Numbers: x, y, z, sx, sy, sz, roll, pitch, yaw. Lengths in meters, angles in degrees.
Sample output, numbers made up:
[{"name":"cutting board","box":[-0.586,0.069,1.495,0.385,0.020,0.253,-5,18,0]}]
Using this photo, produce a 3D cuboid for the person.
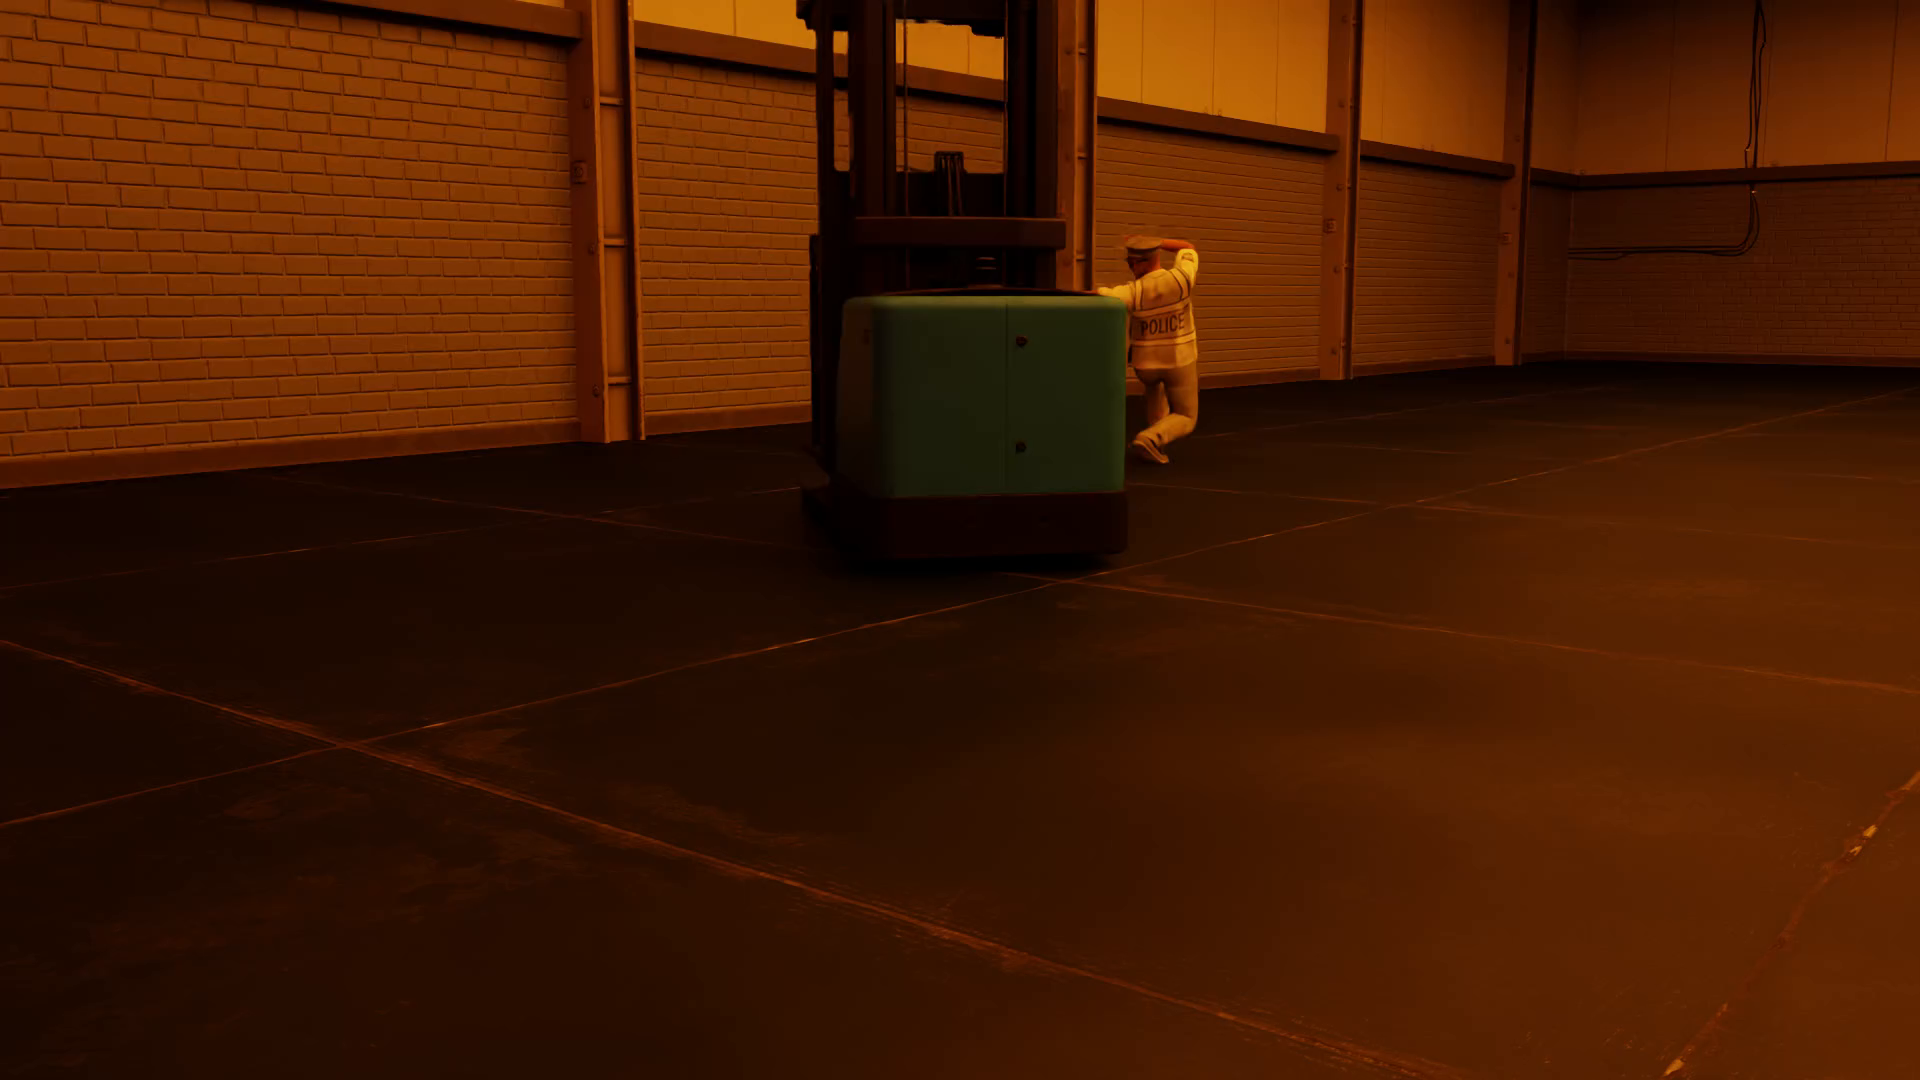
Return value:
[{"name":"person","box":[1.056,-1.257,11.079,1.064,1.526,0.889,3,9,18]}]

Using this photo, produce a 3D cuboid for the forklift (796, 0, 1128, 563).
[{"name":"forklift","box":[-0.156,-1.532,7.751,1.130,2.935,3.031,-2,9,-13]}]
